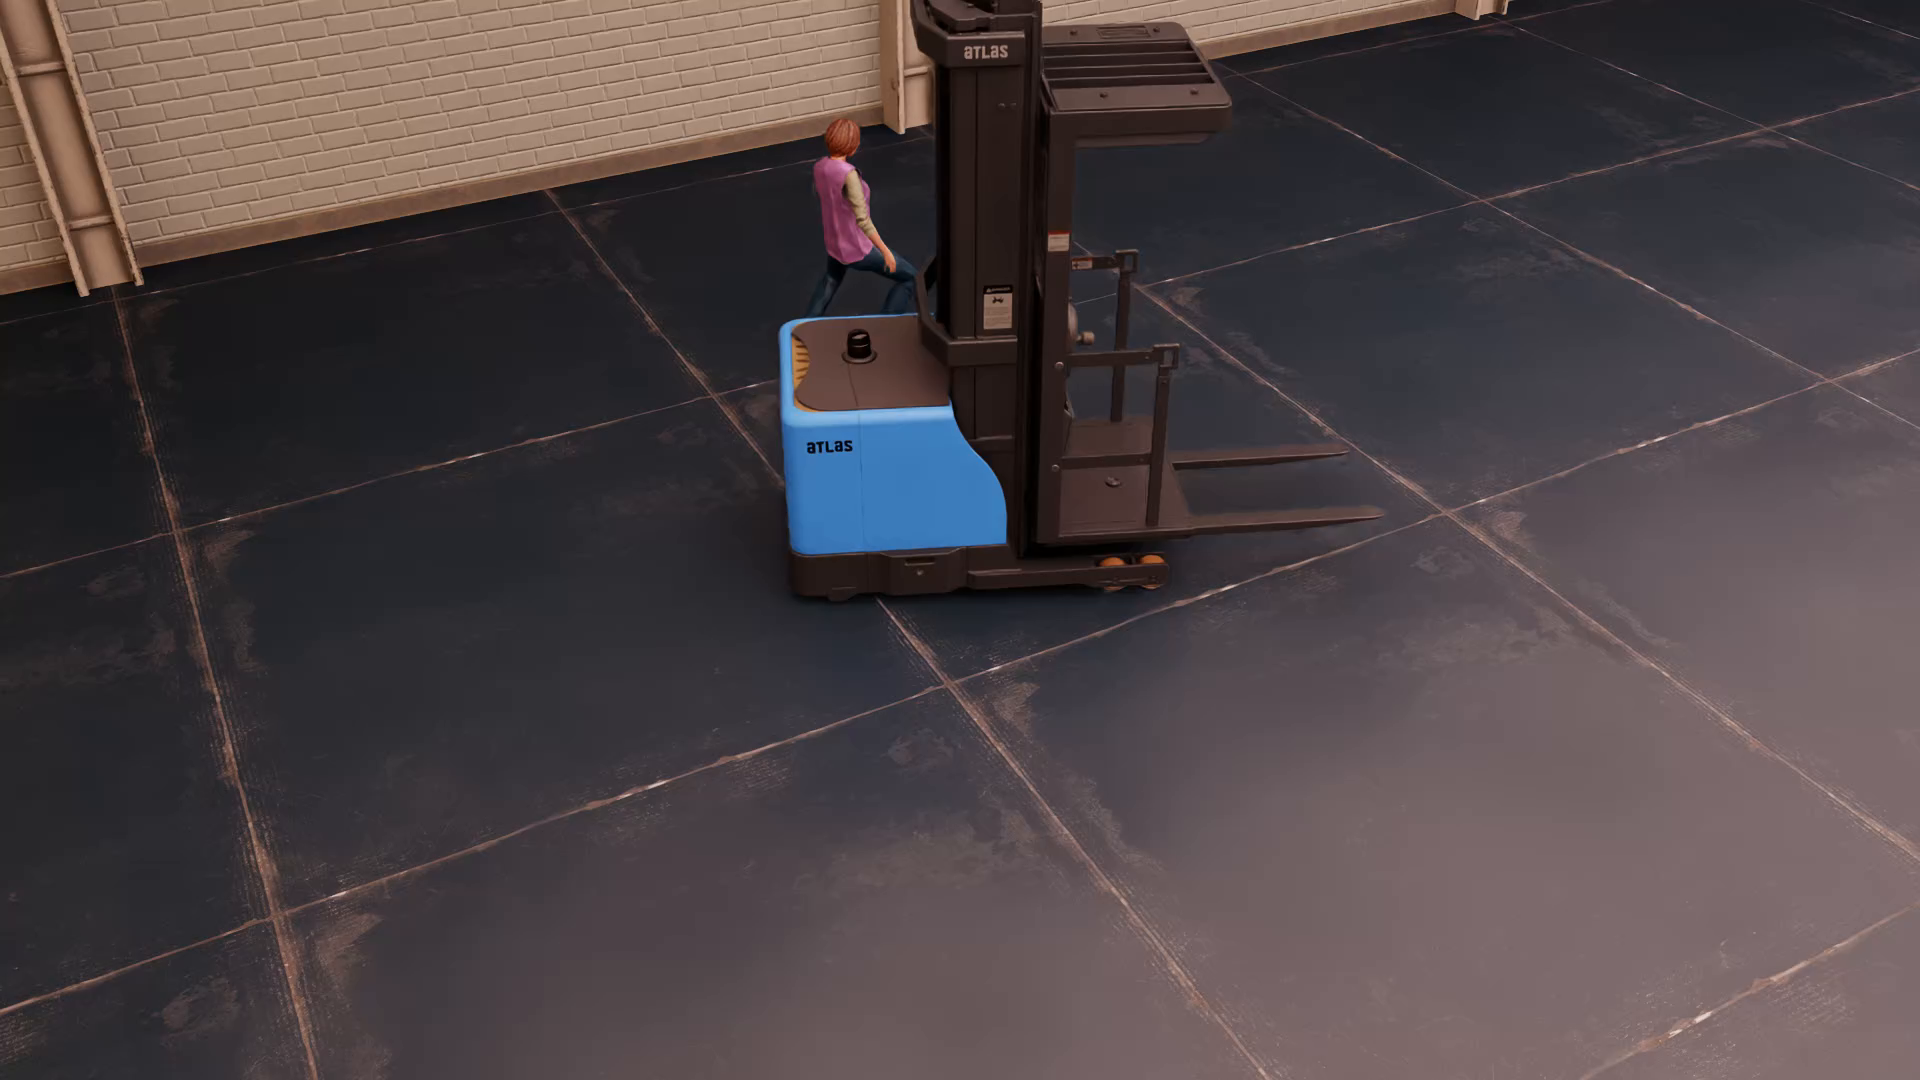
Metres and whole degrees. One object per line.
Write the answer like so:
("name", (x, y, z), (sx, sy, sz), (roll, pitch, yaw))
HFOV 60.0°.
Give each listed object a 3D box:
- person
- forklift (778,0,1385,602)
("person", (-0.659, -1.810, 9.976), (0.607, 1.474, 0.811), (-23, 41, -29))
("forklift", (0.625, -1.245, 7.885), (3.031, 2.935, 1.130), (-3, 35, -5))
